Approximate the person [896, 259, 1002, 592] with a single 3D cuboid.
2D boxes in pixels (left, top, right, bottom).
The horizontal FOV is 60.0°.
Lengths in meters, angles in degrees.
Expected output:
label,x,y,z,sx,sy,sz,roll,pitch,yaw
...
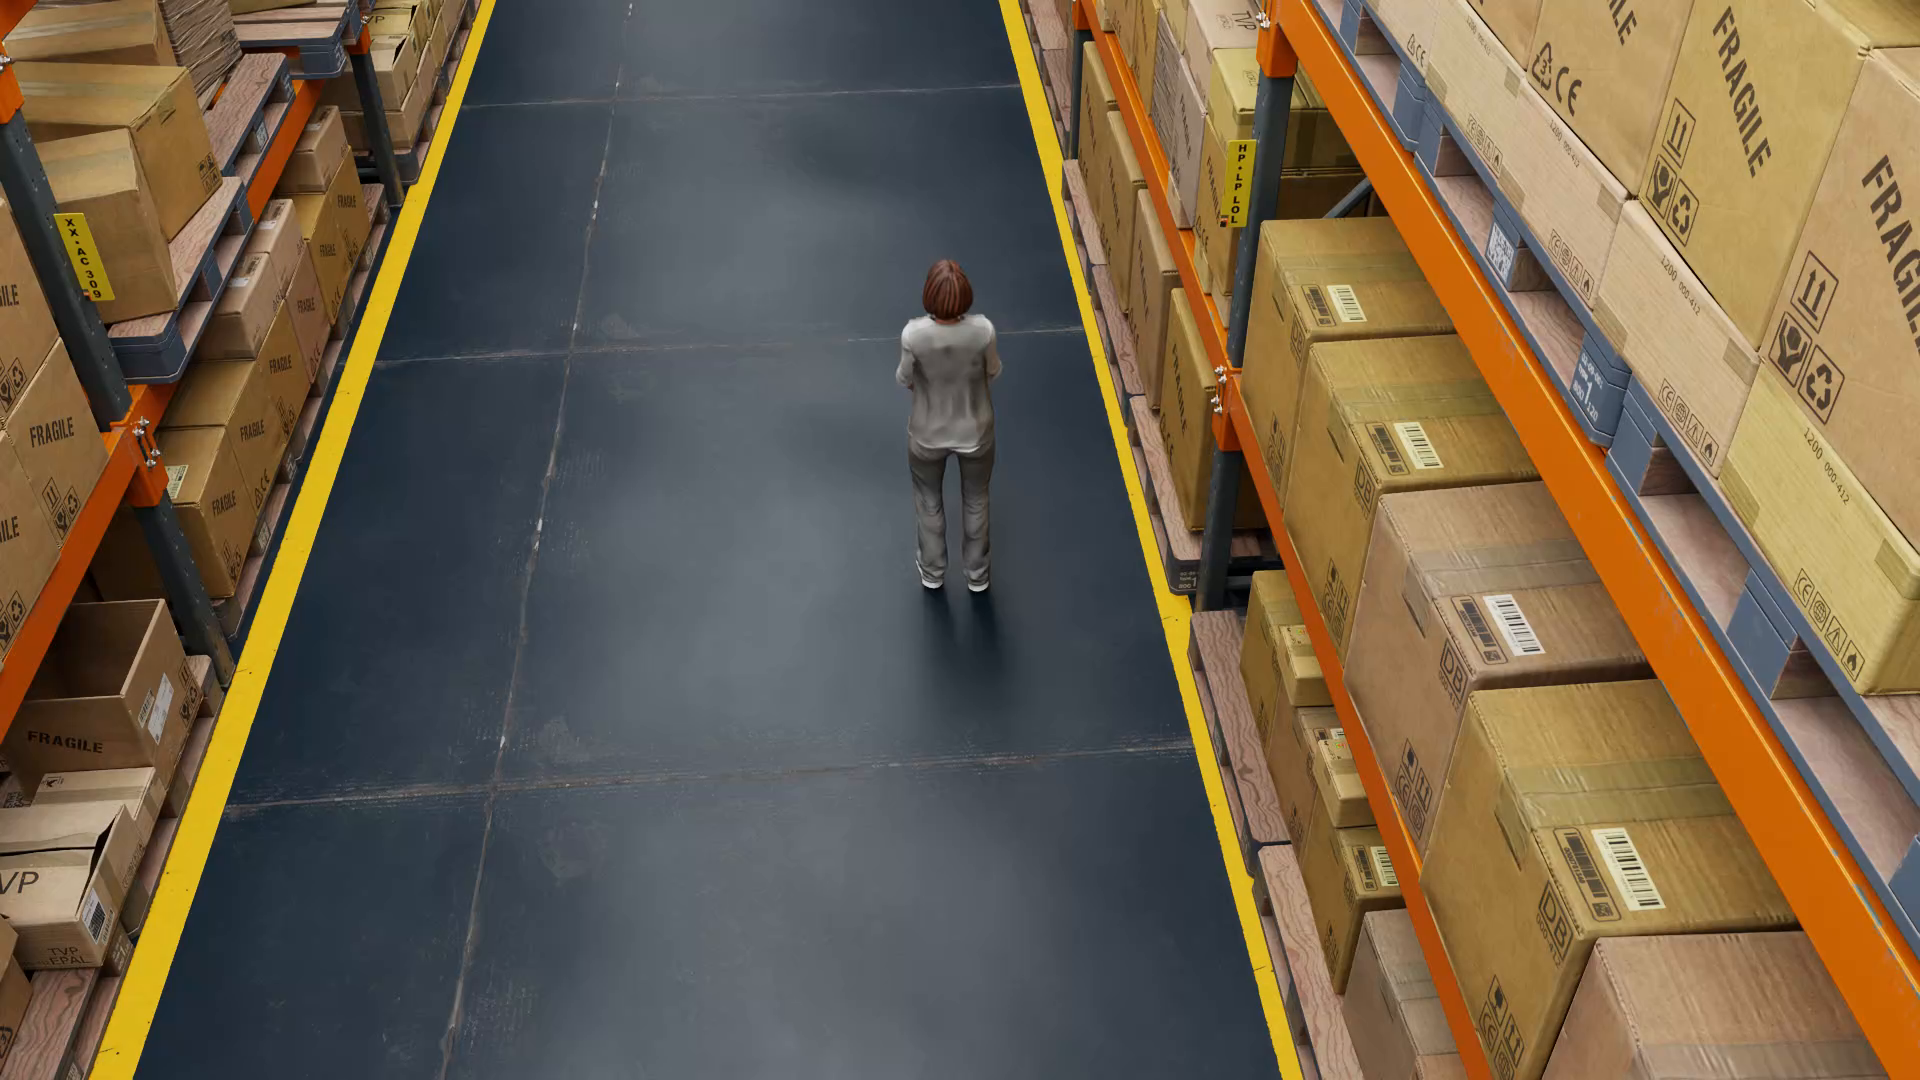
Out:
label,x,y,z,sx,sy,sz,roll,pitch,yaw
person,-0.045,-0.489,6.752,0.419,1.594,0.492,-3,40,-3
